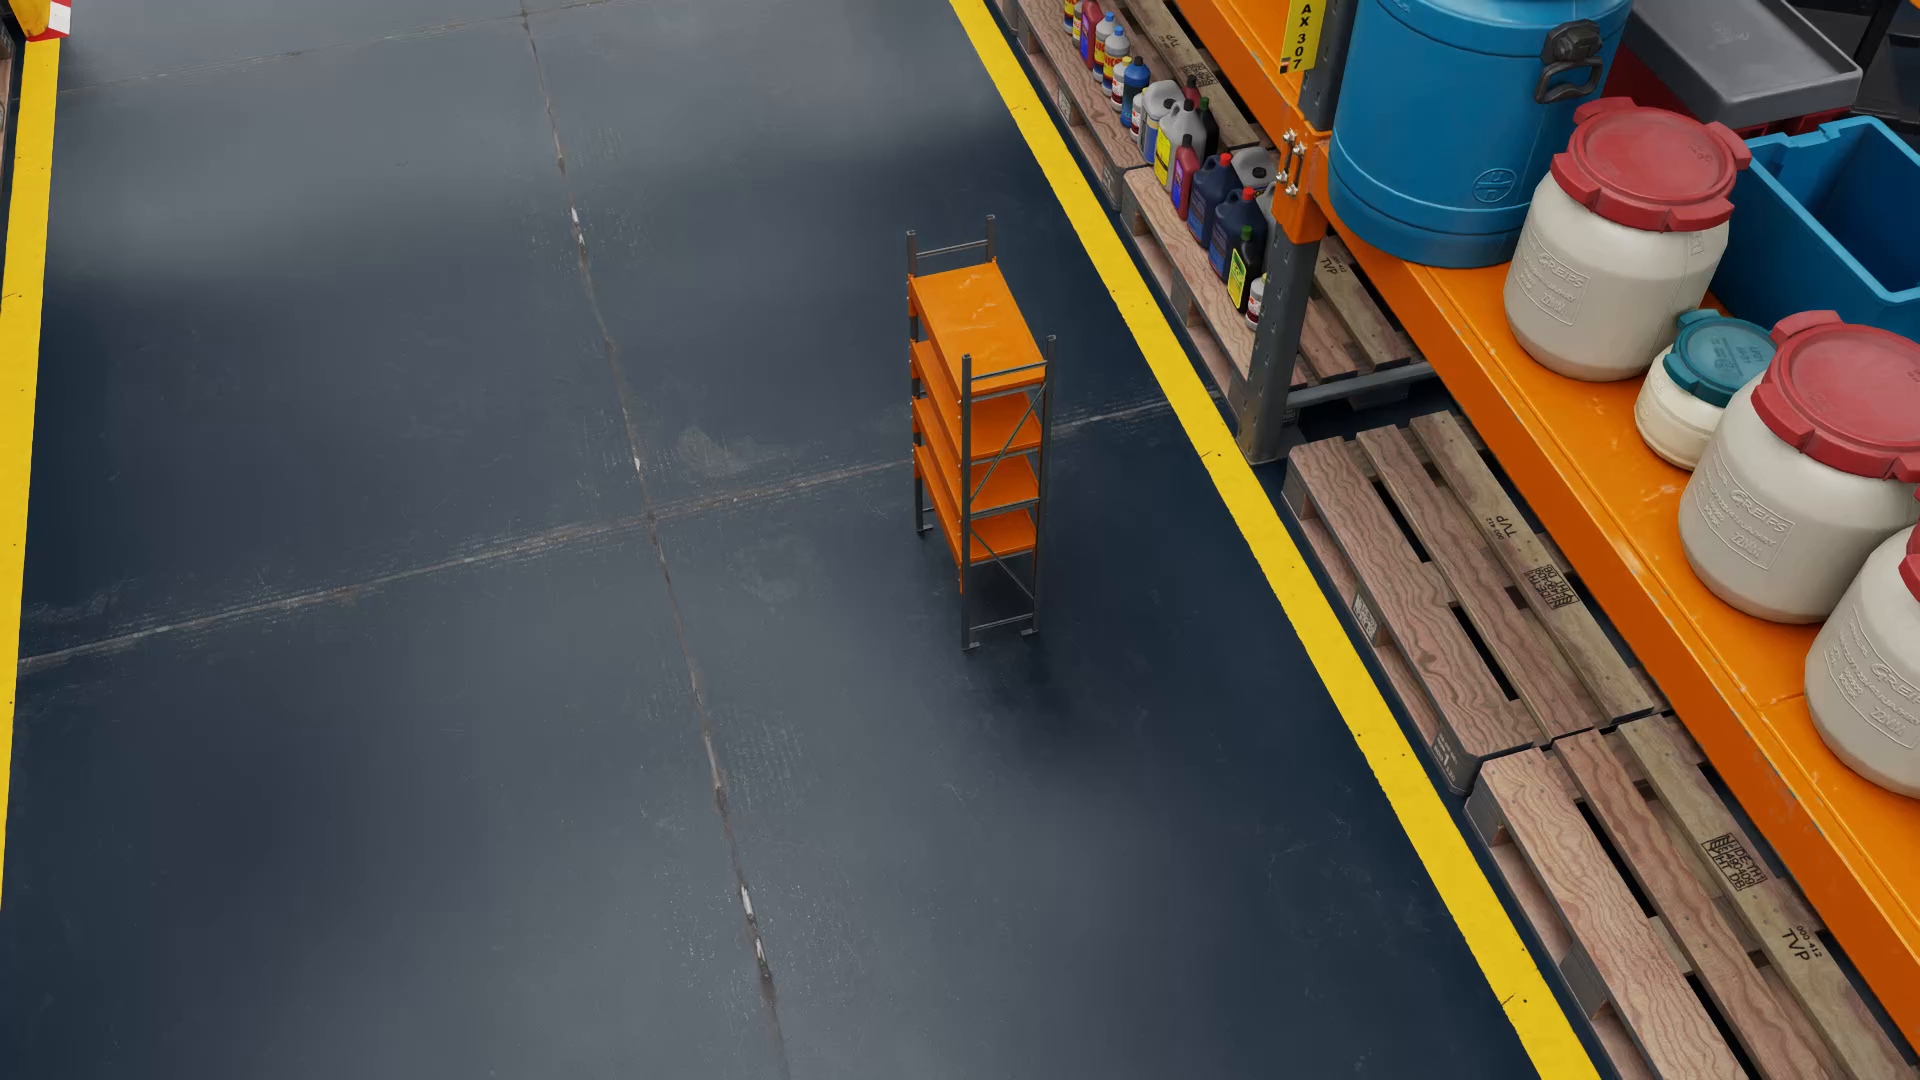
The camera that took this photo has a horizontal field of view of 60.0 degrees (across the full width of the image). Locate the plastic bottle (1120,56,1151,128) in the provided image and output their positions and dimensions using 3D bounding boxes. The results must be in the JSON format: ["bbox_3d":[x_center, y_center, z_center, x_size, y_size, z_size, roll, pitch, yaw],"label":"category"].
[{"bbox_3d":[0.655,-1.679,6.200,0.097,0.271,0.097,0,50,0],"label":"plastic bottle"}]

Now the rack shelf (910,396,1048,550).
[{"bbox_3d":[0.049,-0.222,4.741,0.258,0.148,0.480,-13,51,-11],"label":"rack shelf"}]

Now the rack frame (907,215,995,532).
[{"bbox_3d":[-0.023,-0.444,4.840,0.240,1.200,0.015,-13,51,-11],"label":"rack frame"}]

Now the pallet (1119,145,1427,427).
[{"bbox_3d":[1.250,-0.962,5.923,1.003,0.211,1.213,-13,51,-11],"label":"pallet"}]

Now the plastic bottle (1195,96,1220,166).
[{"bbox_3d":[0.881,-1.450,6.000,0.061,0.283,0.133,-13,51,-11],"label":"plastic bottle"}]

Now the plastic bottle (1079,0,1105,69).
[{"bbox_3d":[0.514,-1.984,6.450,0.061,0.283,0.133,-13,51,-10],"label":"plastic bottle"}]

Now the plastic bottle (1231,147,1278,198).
[{"bbox_3d":[1.021,-1.222,5.812,0.152,0.276,0.135,-13,51,-11],"label":"plastic bottle"}]

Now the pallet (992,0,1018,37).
[{"bbox_3d":[0.529,-2.744,7.425,1.003,0.211,1.213,-13,51,-11],"label":"pallet"}]

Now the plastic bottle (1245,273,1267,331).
[{"bbox_3d":[1.004,-0.795,5.501,0.097,0.201,0.097,0,50,0],"label":"plastic bottle"}]

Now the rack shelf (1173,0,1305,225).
[{"bbox_3d":[0.818,-2.590,5.942,1.077,0.370,4.000,-13,51,-11],"label":"rack shelf"}]

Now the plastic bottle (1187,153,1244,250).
[{"bbox_3d":[0.886,-1.194,5.740,0.144,0.351,0.185,-16,52,-13],"label":"plastic bottle"}]

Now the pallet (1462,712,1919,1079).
[{"bbox_3d":[2.043,0.995,4.273,1.003,0.211,1.213,-13,51,-11],"label":"pallet"}]

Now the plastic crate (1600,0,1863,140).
[{"bbox_3d":[1.844,-1.097,4.171,0.402,0.464,0.583,-13,51,-11],"label":"plastic crate"}]

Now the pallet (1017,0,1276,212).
[{"bbox_3d":[0.886,-1.855,6.675,1.003,0.211,1.213,-13,51,-11],"label":"pallet"}]

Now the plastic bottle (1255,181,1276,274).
[{"bbox_3d":[1.081,-1.087,5.649,0.144,0.351,0.185,-13,51,-11],"label":"plastic bottle"}]

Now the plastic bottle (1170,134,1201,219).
[{"bbox_3d":[0.798,-1.282,5.858,0.061,0.283,0.133,-10,51,-9],"label":"plastic bottle"}]

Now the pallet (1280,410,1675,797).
[{"bbox_3d":[1.678,0.103,5.025,1.003,0.211,1.213,-13,51,-11],"label":"pallet"}]

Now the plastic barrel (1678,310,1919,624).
[{"bbox_3d":[1.699,-0.120,3.301,0.433,0.535,0.433,0,50,0],"label":"plastic barrel"}]

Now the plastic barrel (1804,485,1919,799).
[{"bbox_3d":[1.827,0.196,3.034,0.433,0.535,0.433,0,50,0],"label":"plastic barrel"}]

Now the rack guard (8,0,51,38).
[{"bbox_3d":[-4.483,-2.301,6.863,1.175,0.500,0.348,-13,51,-11],"label":"rack guard"}]

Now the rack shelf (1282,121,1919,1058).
[{"bbox_3d":[2.000,0.332,3.479,1.077,0.370,4.000,-13,51,-11],"label":"rack shelf"}]

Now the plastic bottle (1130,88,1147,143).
[{"bbox_3d":[0.686,-1.582,6.164,0.097,0.201,0.097,0,50,0],"label":"plastic bottle"}]

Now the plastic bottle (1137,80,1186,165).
[{"bbox_3d":[0.747,-1.526,6.068,0.152,0.276,0.135,-12,51,-10],"label":"plastic bottle"}]

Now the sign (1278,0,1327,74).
[{"bbox_3d":[0.880,-1.334,4.231,0.100,0.325,0.005,-13,51,-11],"label":"sign"}]

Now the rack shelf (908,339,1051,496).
[{"bbox_3d":[0.049,-0.367,4.570,0.258,0.148,0.480,-13,51,-11],"label":"rack shelf"}]

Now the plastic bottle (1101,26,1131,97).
[{"bbox_3d":[0.596,-1.827,6.325,0.097,0.271,0.097,0,50,0],"label":"plastic bottle"}]

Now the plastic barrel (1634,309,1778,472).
[{"bbox_3d":[1.654,-0.315,3.644,0.301,0.262,0.301,0,50,0],"label":"plastic barrel"}]

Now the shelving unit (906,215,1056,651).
[{"bbox_3d":[0.049,-0.266,4.689,0.258,1.200,0.503,-13,51,-11],"label":"shelving unit"}]

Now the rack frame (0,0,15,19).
[{"bbox_3d":[-4.505,-3.162,5.954,1.000,3.000,0.127,-13,51,-11],"label":"rack frame"}]

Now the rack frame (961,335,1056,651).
[{"bbox_3d":[0.121,-0.088,4.539,0.240,1.200,0.015,-13,51,-11],"label":"rack frame"}]

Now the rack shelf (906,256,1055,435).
[{"bbox_3d":[0.049,-0.519,4.389,0.258,0.148,0.480,-13,51,-11],"label":"rack shelf"}]

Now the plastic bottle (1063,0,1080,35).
[{"bbox_3d":[0.465,-2.150,6.597,0.097,0.271,0.097,0,50,0],"label":"plastic bottle"}]

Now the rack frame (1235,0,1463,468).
[{"bbox_3d":[1.409,-1.361,4.435,1.000,3.000,0.127,-13,51,-11],"label":"rack frame"}]

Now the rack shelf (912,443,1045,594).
[{"bbox_3d":[0.049,-0.094,4.893,0.258,0.148,0.480,-13,51,-11],"label":"rack shelf"}]

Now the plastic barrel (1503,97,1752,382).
[{"bbox_3d":[1.482,-0.656,3.752,0.433,0.535,0.433,0,50,0],"label":"plastic barrel"}]

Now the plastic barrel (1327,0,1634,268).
[{"bbox_3d":[1.234,-1.172,3.948,0.600,0.901,0.708,-13,51,-11],"label":"plastic barrel"}]

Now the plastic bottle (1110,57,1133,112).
[{"bbox_3d":[0.625,-1.732,6.290,0.097,0.201,0.097,0,50,0],"label":"plastic bottle"}]

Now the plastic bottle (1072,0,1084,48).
[{"bbox_3d":[0.495,-2.052,6.560,0.097,0.201,0.097,0,50,0],"label":"plastic bottle"}]

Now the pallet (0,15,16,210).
[{"bbox_3d":[-4.276,-1.607,6.466,1.003,0.211,1.213,-13,51,-11],"label":"pallet"}]

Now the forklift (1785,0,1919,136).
[{"bbox_3d":[3.124,-2.745,5.647,3.031,2.935,1.130,11,51,9],"label":"forklift"}]

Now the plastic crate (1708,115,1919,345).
[{"bbox_3d":[2.032,-0.620,3.821,0.392,0.384,0.575,-13,51,-11],"label":"plastic crate"}]

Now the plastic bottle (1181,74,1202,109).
[{"bbox_3d":[0.848,-1.552,6.086,0.061,0.283,0.133,-13,51,-11],"label":"plastic bottle"}]

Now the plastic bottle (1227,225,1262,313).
[{"bbox_3d":[0.952,-0.904,5.539,0.061,0.283,0.133,-11,51,-9],"label":"plastic bottle"}]

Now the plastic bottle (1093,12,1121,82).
[{"bbox_3d":[0.566,-1.900,6.386,0.097,0.271,0.097,0,50,0],"label":"plastic bottle"}]

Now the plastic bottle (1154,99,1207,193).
[{"bbox_3d":[0.791,-1.430,5.938,0.144,0.351,0.185,-14,51,-11],"label":"plastic bottle"}]

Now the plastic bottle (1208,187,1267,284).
[{"bbox_3d":[0.943,-1.054,5.621,0.144,0.351,0.185,-15,51,-12],"label":"plastic bottle"}]
